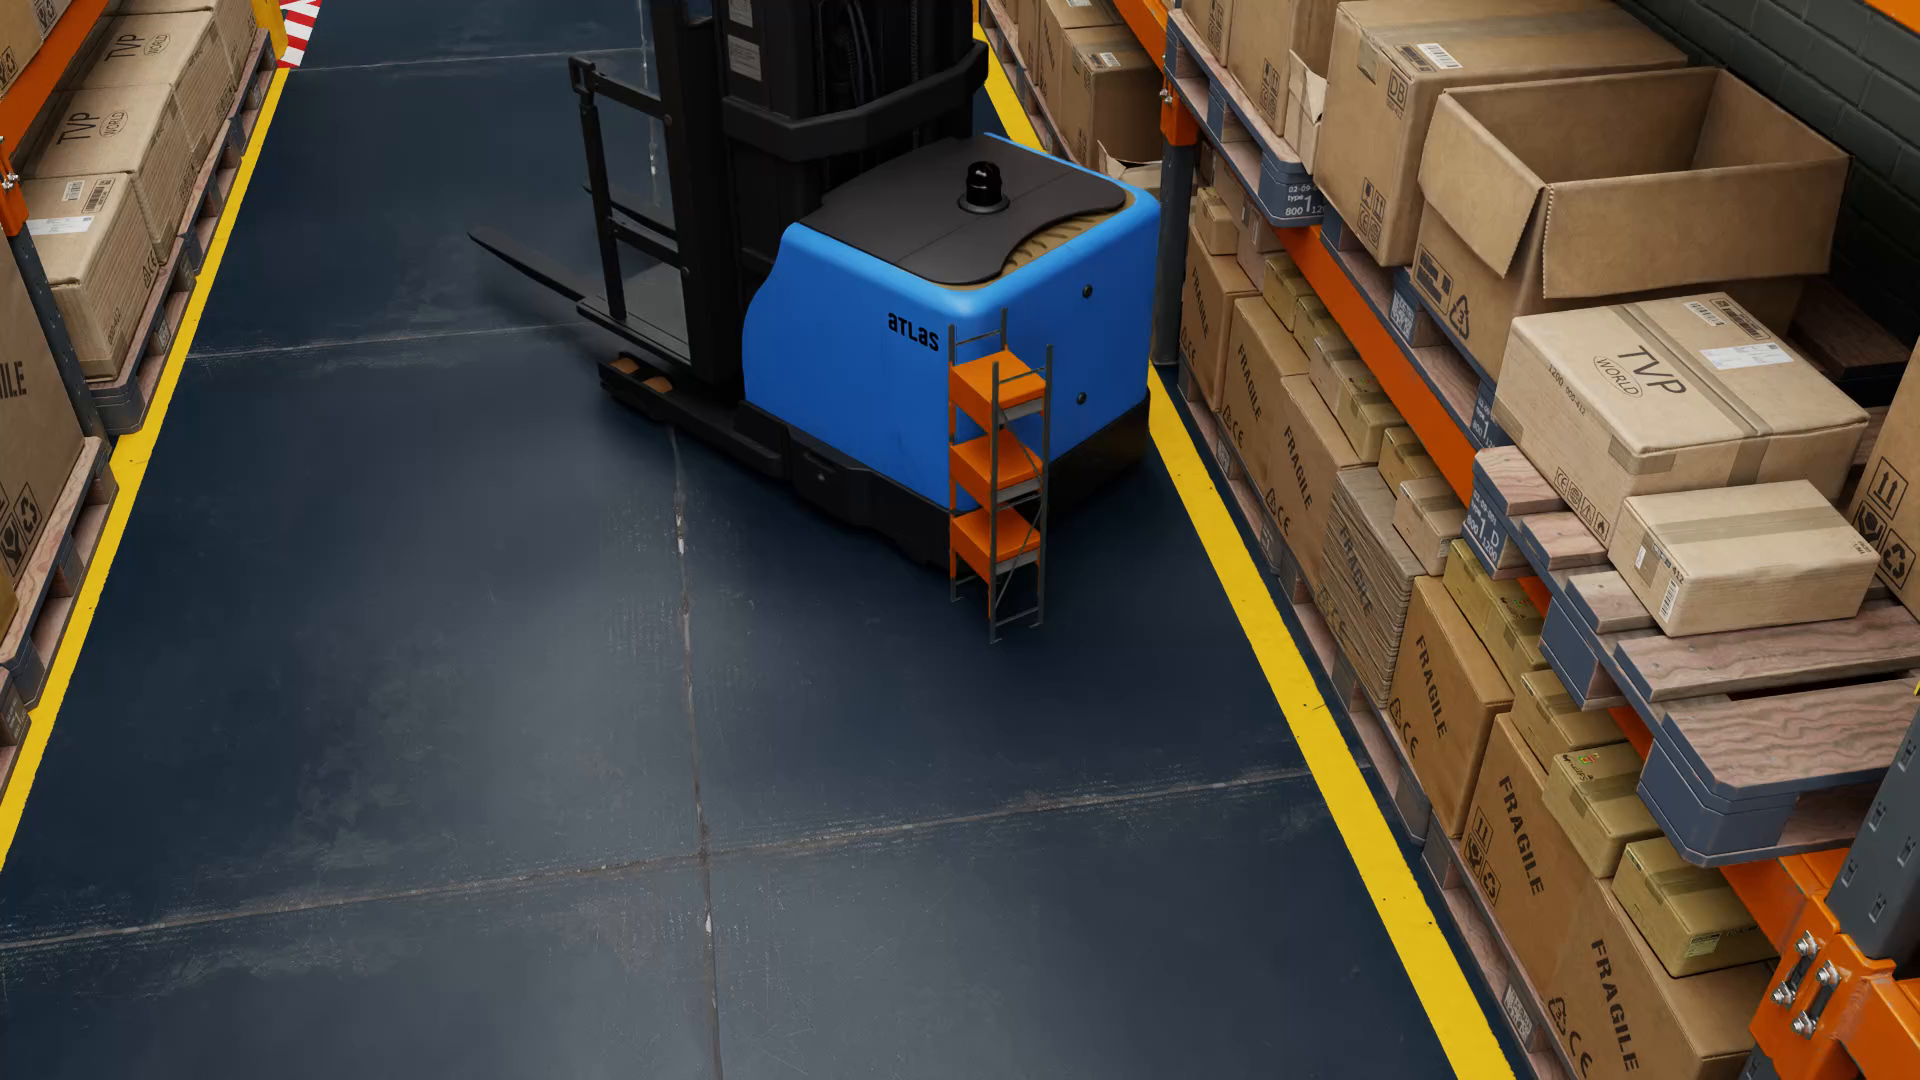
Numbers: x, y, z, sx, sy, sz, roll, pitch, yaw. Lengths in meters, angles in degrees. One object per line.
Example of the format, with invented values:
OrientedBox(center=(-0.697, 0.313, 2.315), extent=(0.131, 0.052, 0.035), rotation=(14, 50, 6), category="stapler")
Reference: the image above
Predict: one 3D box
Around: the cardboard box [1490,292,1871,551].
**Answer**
OrientedBox(center=(1.455, -0.256, 3.414), extent=(0.500, 0.250, 0.500), rotation=(-8, 39, -10), category="cardboard box")

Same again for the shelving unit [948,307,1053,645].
OrientedBox(center=(0.117, -0.177, 5.121), extent=(0.215, 1.050, 0.252), rotation=(-20, 42, -24), category="shelving unit")

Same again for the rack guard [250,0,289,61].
OrientedBox(center=(-4.334, -2.870, 9.037), extent=(1.175, 0.500, 0.348), rotation=(-6, 38, -8), category="rack guard")

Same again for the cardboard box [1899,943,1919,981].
OrientedBox(center=(2.161, 0.990, 3.726), extent=(0.500, 0.500, 0.500), rotation=(-5, 38, -6), category="cardboard box")

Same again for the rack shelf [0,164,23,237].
OrientedBox(center=(-3.278, 0.065, 3.807), extent=(1.077, 0.370, 4.000), rotation=(-6, 38, -8), category="rack shelf")

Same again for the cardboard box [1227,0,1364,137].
OrientedBox(center=(1.213, -1.539, 4.862), extent=(0.700, 0.500, 0.500), rotation=(-6, 38, -7), category="cardboard box")

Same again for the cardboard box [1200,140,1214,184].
OrientedBox(center=(1.299, -1.689, 7.461), extent=(0.380, 0.149, 0.250), rotation=(-7, 38, -9), category="cardboard box")

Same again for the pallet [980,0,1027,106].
OrientedBox(center=(0.711, -2.750, 9.118), extent=(1.003, 0.211, 1.213), rotation=(-6, 38, -8), category="pallet")

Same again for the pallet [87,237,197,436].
OrientedBox(center=(-3.685, -0.793, 6.599), extent=(1.003, 0.211, 1.213), rotation=(-6, 38, -8), category="pallet")

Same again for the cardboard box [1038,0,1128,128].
OrientedBox(center=(0.676, -2.327, 7.996), extent=(0.500, 0.500, 0.500), rotation=(-6, 38, -7), category="cardboard box")

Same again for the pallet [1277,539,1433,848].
OrientedBox(center=(1.655, 0.364, 5.109), extent=(1.003, 0.211, 1.213), rotation=(-6, 38, -8), category="pallet")

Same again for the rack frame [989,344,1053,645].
OrientedBox(center=(0.180, -0.114, 5.039), extent=(0.200, 1.050, 0.008), rotation=(-20, 42, -24), category="rack frame")

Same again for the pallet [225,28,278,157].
OrientedBox(center=(-4.112, -2.267, 8.496), extent=(1.003, 0.211, 1.213), rotation=(-6, 38, -8), category="pallet")

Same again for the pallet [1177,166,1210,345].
OrientedBox(center=(1.138, -1.276, 7.221), extent=(1.003, 0.211, 1.213), rotation=(-6, 38, -8), category="pallet")

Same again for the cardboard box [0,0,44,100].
OrientedBox(center=(-3.453, -1.778, 5.512), extent=(0.500, 0.500, 0.500), rotation=(-5, 38, -6), category="cardboard box")

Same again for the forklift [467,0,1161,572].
OrientedBox(center=(-0.753, -1.827, 5.712), extent=(3.031, 2.935, 1.130), rotation=(29, 46, 32), category="forklift")

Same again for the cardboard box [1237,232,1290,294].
OrientedBox(center=(1.183, -0.993, 5.750), extent=(0.380, 0.149, 0.250), rotation=(-7, 38, -9), category="cardboard box")

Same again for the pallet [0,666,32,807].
OrientedBox(center=(-3.202, 0.871, 4.457), extent=(1.003, 0.211, 1.213), rotation=(-6, 38, -8), category="pallet")

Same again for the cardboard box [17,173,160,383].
OrientedBox(center=(-3.633, -0.971, 6.302), extent=(0.875, 0.438, 0.875), rotation=(-7, 38, -9), category="cardboard box")

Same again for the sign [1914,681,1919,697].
OrientedBox(center=(1.427, 0.091, 2.308), extent=(0.100, 0.325, 0.005), rotation=(-6, 38, -8), category="sign")

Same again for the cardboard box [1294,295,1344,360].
OrientedBox(center=(1.301, -0.676, 5.341), extent=(0.380, 0.149, 0.250), rotation=(-7, 38, -9), category="cardboard box")

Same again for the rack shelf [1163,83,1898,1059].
OrientedBox(center=(1.608, -0.471, 4.497), extent=(1.077, 0.370, 4.000), rotation=(-6, 38, -8), category="rack shelf")

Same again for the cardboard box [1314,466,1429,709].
OrientedBox(center=(1.392, 0.111, 4.857), extent=(0.500, 0.500, 0.500), rotation=(-8, 38, -10), category="cardboard box")

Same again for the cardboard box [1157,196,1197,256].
OrientedBox(center=(0.871, -1.308, 6.970), extent=(0.380, 0.149, 0.250), rotation=(-7, 38, -9), category="cardboard box")

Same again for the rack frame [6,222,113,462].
OrientedBox(center=(-3.628, -1.427, 5.141), extent=(1.000, 3.000, 0.127), rotation=(-6, 38, -8), category="rack frame")

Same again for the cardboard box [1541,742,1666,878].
OrientedBox(center=(1.545, 0.586, 3.718), extent=(0.380, 0.149, 0.250), rotation=(-8, 39, -10), category="cardboard box")

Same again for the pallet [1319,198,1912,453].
OrientedBox(center=(1.614, -0.645, 4.292), extent=(1.003, 0.211, 1.213), rotation=(-6, 38, -8), category="pallet")

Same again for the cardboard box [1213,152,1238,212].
OrientedBox(center=(1.118, -1.276, 5.872), extent=(0.380, 0.149, 0.250), rotation=(-7, 38, -9), category="cardboard box")

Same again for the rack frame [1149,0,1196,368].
OrientedBox(center=(1.258, -1.963, 5.832), extent=(1.000, 3.000, 0.127), rotation=(-6, 38, -8), category="rack frame")

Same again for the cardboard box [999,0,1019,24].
OrientedBox(center=(0.570, -3.179, 9.090), extent=(0.797, 0.503, 0.637), rotation=(-8, 38, -10), category="cardboard box")

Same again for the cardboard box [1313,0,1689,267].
OrientedBox(center=(1.351, -1.065, 4.252), extent=(0.700, 0.500, 0.500), rotation=(-6, 38, -8), category="cardboard box")

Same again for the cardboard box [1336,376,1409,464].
OrientedBox(center=(1.349, -0.370, 4.948), extent=(0.380, 0.149, 0.250), rotation=(-5, 38, -6), category="cardboard box")

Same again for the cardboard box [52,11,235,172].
OrientedBox(center=(-3.947, -2.057, 7.699), extent=(0.875, 0.438, 0.875), rotation=(-5, 38, -7), category="cardboard box")

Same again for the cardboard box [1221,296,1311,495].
OrientedBox(center=(1.224, -0.505, 5.650), extent=(0.500, 0.500, 0.500), rotation=(-7, 38, -9), category="cardboard box")

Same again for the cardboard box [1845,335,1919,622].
OrientedBox(center=(2.023, -0.080, 2.984), extent=(0.500, 0.500, 0.500), rotation=(-5, 38, -6), category="cardboard box")

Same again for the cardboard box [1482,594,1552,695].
OrientedBox(center=(1.540, 0.258, 4.140), extent=(0.380, 0.149, 0.250), rotation=(-5, 38, -7), category="cardboard box")

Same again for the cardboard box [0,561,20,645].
OrientedBox(center=(-3.275, 0.157, 4.492), extent=(0.875, 0.875, 0.875), rotation=(-5, 38, -7), category="cardboard box")

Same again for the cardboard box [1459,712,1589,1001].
OrientedBox(center=(1.596, 0.739, 4.049), extent=(0.500, 0.500, 0.500), rotation=(-7, 38, -9), category="cardboard box")

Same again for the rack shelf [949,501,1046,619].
OrientedBox(center=(0.118, 0.051, 5.298), extent=(0.215, 0.259, 0.240), rotation=(-20, 42, -24), category="rack shelf")

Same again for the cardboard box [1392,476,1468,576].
OrientedBox(center=(1.418, -0.057, 4.544), extent=(0.380, 0.149, 0.250), rotation=(-8, 39, -10), category="cardboard box")
